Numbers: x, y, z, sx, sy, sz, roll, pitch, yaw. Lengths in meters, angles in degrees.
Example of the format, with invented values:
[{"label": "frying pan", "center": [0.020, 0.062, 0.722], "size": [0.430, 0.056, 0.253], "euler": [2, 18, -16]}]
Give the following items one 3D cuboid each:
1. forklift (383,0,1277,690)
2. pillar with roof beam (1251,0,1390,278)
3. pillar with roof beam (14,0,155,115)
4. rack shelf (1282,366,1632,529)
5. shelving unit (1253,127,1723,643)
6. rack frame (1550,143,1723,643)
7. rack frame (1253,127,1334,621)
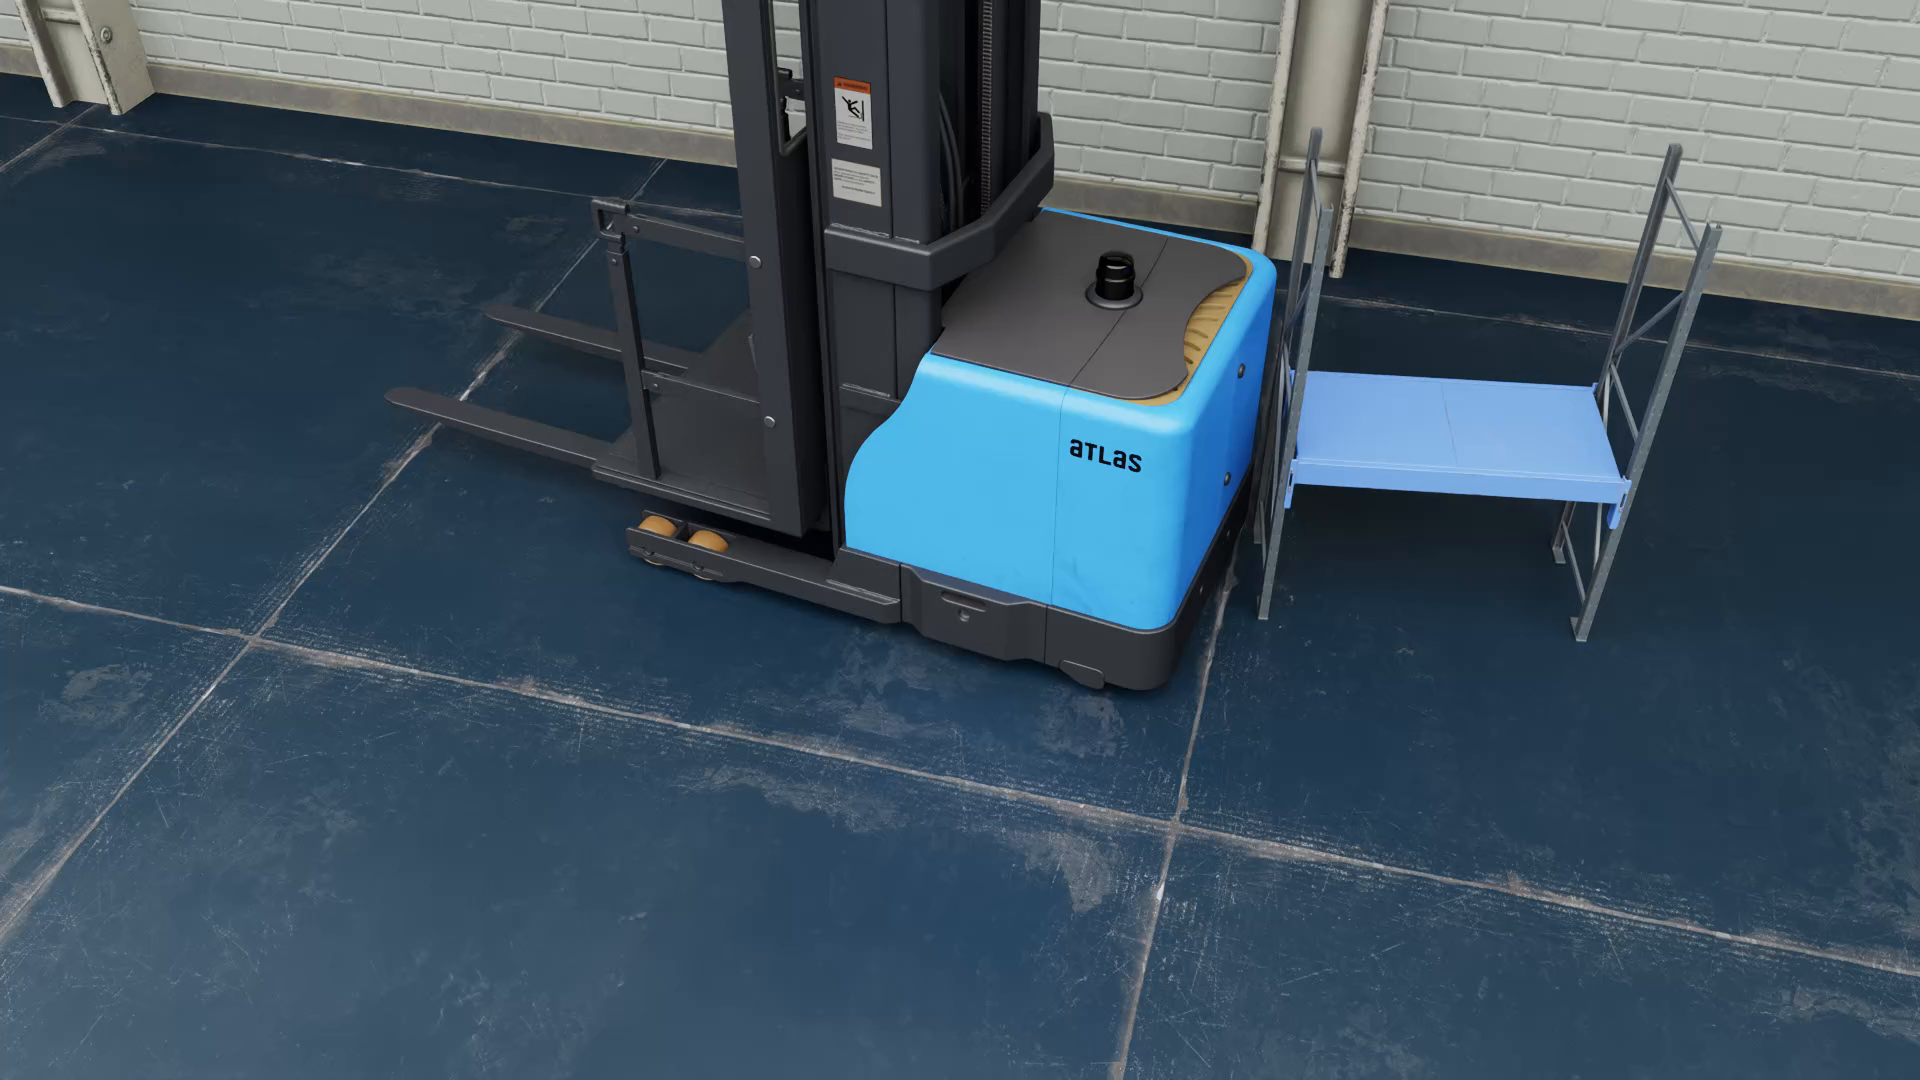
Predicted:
[{"label": "forklift", "center": [-0.571, -1.282, 4.997], "size": [3.031, 2.935, 1.130], "euler": [16, 42, 18]}, {"label": "pillar with roof beam", "center": [0.362, -2.013, 1.150], "size": [0.400, 9.000, 9.100], "euler": [10, 41, 11]}, {"label": "pillar with roof beam", "center": [-5.434, -3.010, 2.337], "size": [0.400, 9.000, 9.100], "euler": [10, 41, 11]}, {"label": "rack shelf", "center": [1.521, -0.300, 5.221], "size": [1.000, 0.185, 0.538], "euler": [4, 40, 5]}, {"label": "shelving unit", "center": [1.521, -0.438, 5.105], "size": [1.048, 1.500, 0.538], "euler": [4, 40, 5]}, {"label": "rack frame", "center": [2.027, -0.405, 5.065], "size": [0.032, 1.500, 0.500], "euler": [4, 40, 5]}, {"label": "rack frame", "center": [1.015, -0.472, 5.145], "size": [0.032, 1.500, 0.500], "euler": [4, 40, 5]}]
